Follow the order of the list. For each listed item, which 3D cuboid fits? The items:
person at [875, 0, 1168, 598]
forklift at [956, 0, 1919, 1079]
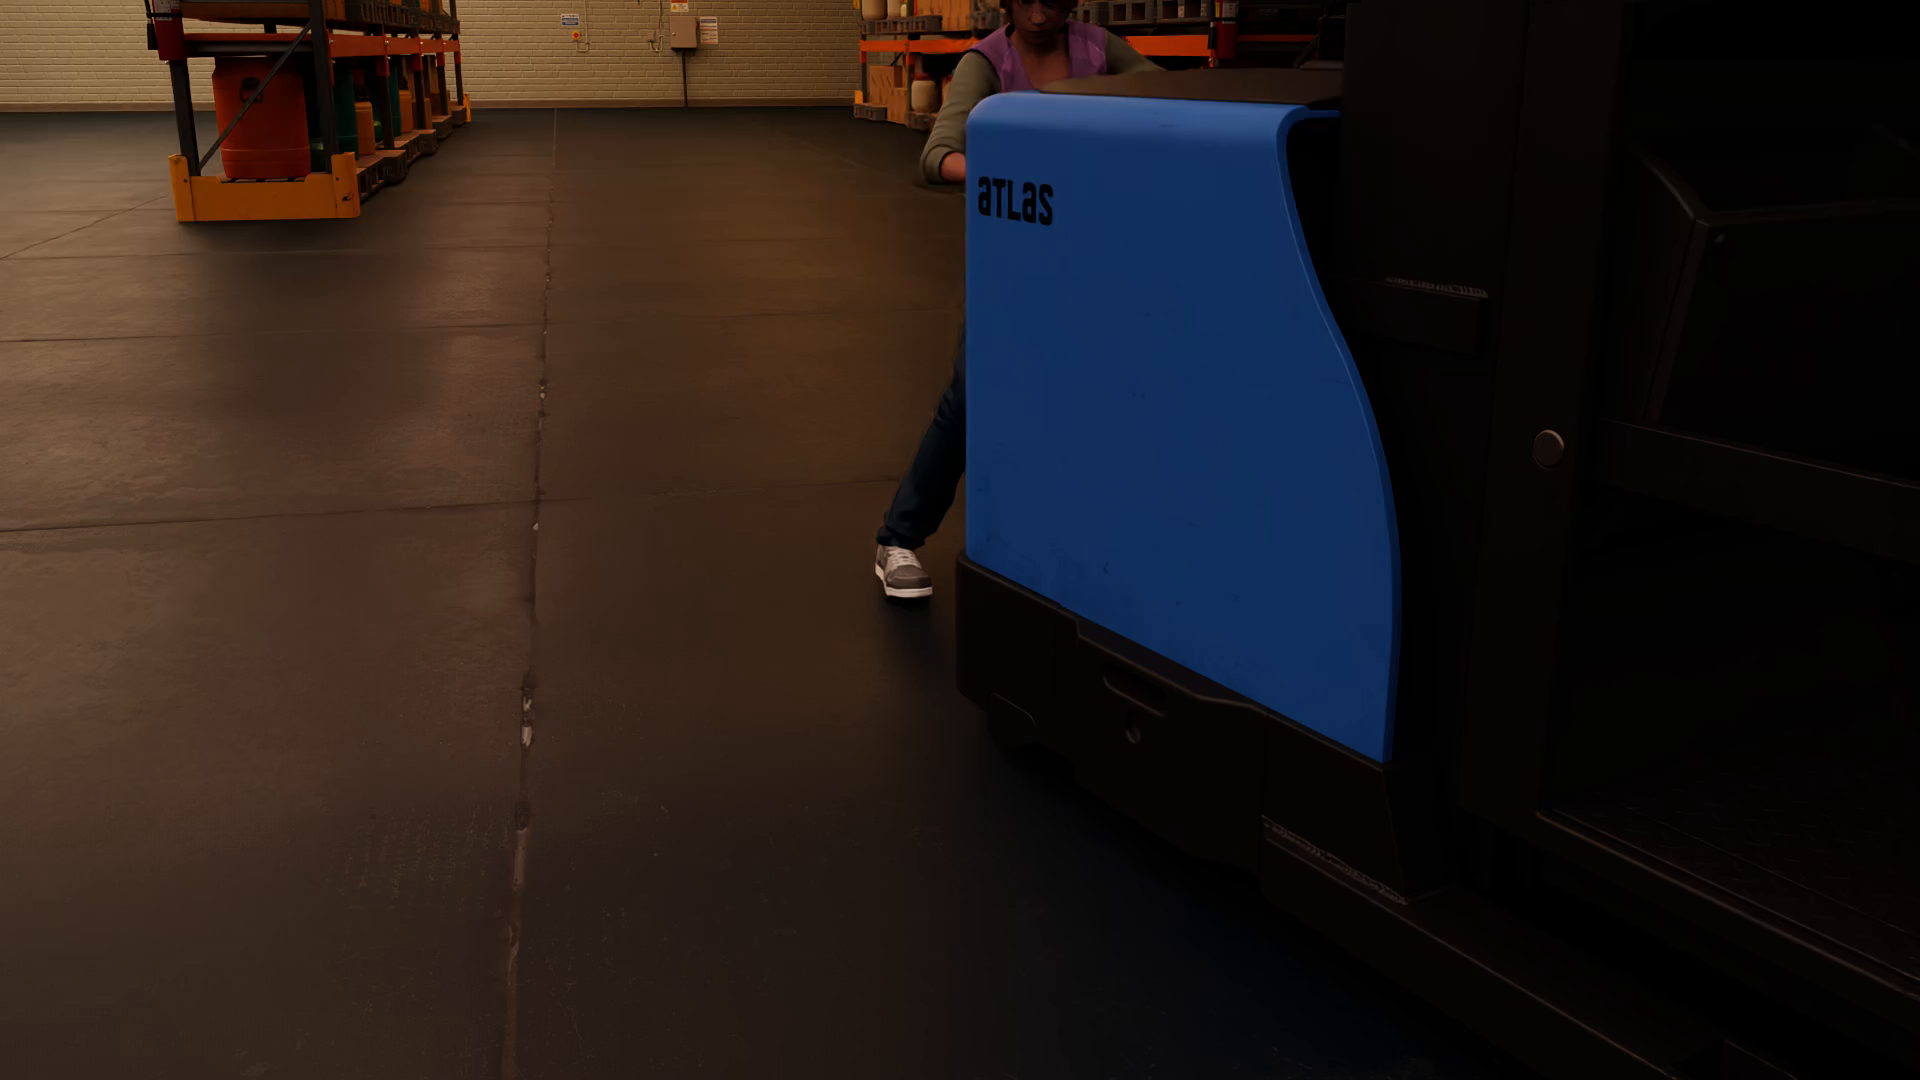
[{"bbox_3d":[0.248,-0.592,3.559,0.878,1.389,0.674,-3,17,-9],"label":"person"},{"bbox_3d":[1.181,-0.800,1.558,1.130,2.935,3.031,-10,19,-29],"label":"forklift"}]
